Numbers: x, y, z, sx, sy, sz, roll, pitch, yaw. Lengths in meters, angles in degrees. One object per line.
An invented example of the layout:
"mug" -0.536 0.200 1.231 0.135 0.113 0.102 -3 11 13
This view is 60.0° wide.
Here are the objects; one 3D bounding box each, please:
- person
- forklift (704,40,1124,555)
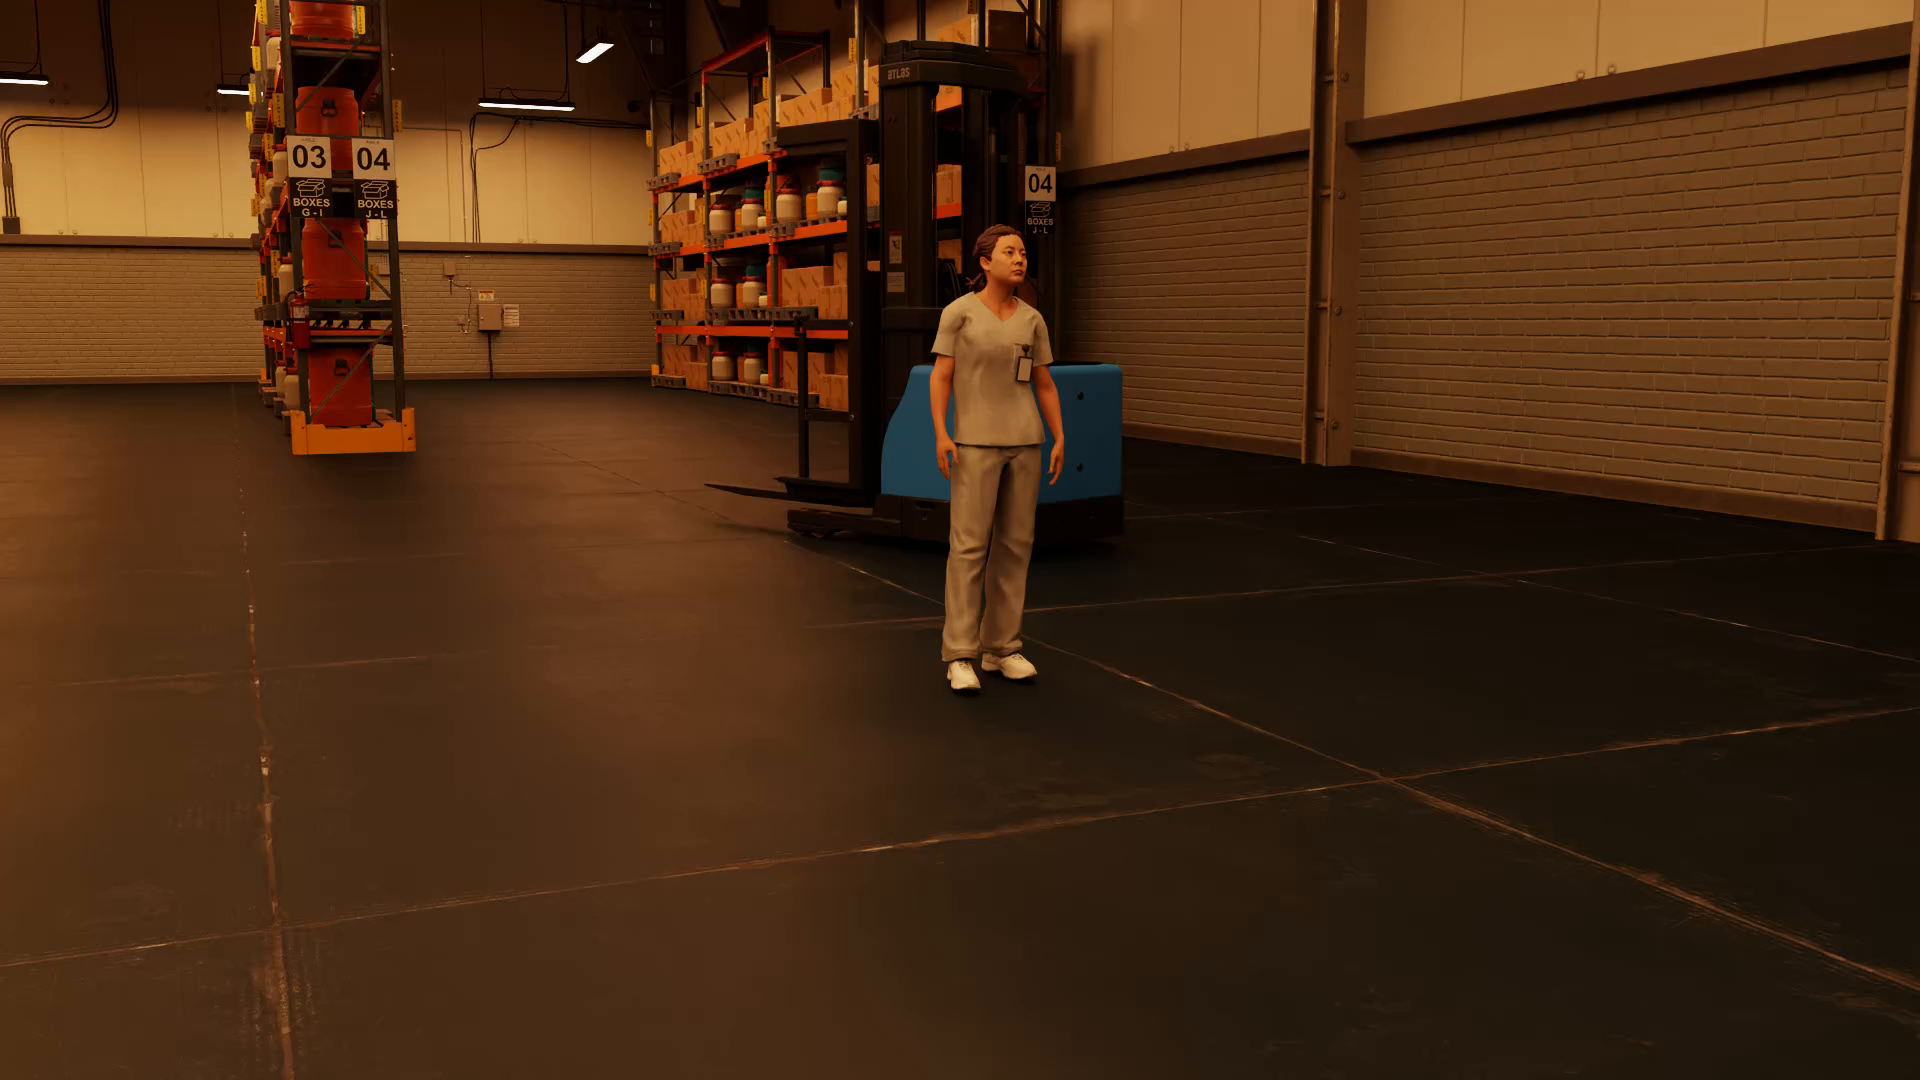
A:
"person" 0.157 -0.307 6.141 0.550 1.640 0.548 -3 8 -22
"forklift" -0.436 -1.509 10.383 3.031 2.935 1.130 7 10 44
